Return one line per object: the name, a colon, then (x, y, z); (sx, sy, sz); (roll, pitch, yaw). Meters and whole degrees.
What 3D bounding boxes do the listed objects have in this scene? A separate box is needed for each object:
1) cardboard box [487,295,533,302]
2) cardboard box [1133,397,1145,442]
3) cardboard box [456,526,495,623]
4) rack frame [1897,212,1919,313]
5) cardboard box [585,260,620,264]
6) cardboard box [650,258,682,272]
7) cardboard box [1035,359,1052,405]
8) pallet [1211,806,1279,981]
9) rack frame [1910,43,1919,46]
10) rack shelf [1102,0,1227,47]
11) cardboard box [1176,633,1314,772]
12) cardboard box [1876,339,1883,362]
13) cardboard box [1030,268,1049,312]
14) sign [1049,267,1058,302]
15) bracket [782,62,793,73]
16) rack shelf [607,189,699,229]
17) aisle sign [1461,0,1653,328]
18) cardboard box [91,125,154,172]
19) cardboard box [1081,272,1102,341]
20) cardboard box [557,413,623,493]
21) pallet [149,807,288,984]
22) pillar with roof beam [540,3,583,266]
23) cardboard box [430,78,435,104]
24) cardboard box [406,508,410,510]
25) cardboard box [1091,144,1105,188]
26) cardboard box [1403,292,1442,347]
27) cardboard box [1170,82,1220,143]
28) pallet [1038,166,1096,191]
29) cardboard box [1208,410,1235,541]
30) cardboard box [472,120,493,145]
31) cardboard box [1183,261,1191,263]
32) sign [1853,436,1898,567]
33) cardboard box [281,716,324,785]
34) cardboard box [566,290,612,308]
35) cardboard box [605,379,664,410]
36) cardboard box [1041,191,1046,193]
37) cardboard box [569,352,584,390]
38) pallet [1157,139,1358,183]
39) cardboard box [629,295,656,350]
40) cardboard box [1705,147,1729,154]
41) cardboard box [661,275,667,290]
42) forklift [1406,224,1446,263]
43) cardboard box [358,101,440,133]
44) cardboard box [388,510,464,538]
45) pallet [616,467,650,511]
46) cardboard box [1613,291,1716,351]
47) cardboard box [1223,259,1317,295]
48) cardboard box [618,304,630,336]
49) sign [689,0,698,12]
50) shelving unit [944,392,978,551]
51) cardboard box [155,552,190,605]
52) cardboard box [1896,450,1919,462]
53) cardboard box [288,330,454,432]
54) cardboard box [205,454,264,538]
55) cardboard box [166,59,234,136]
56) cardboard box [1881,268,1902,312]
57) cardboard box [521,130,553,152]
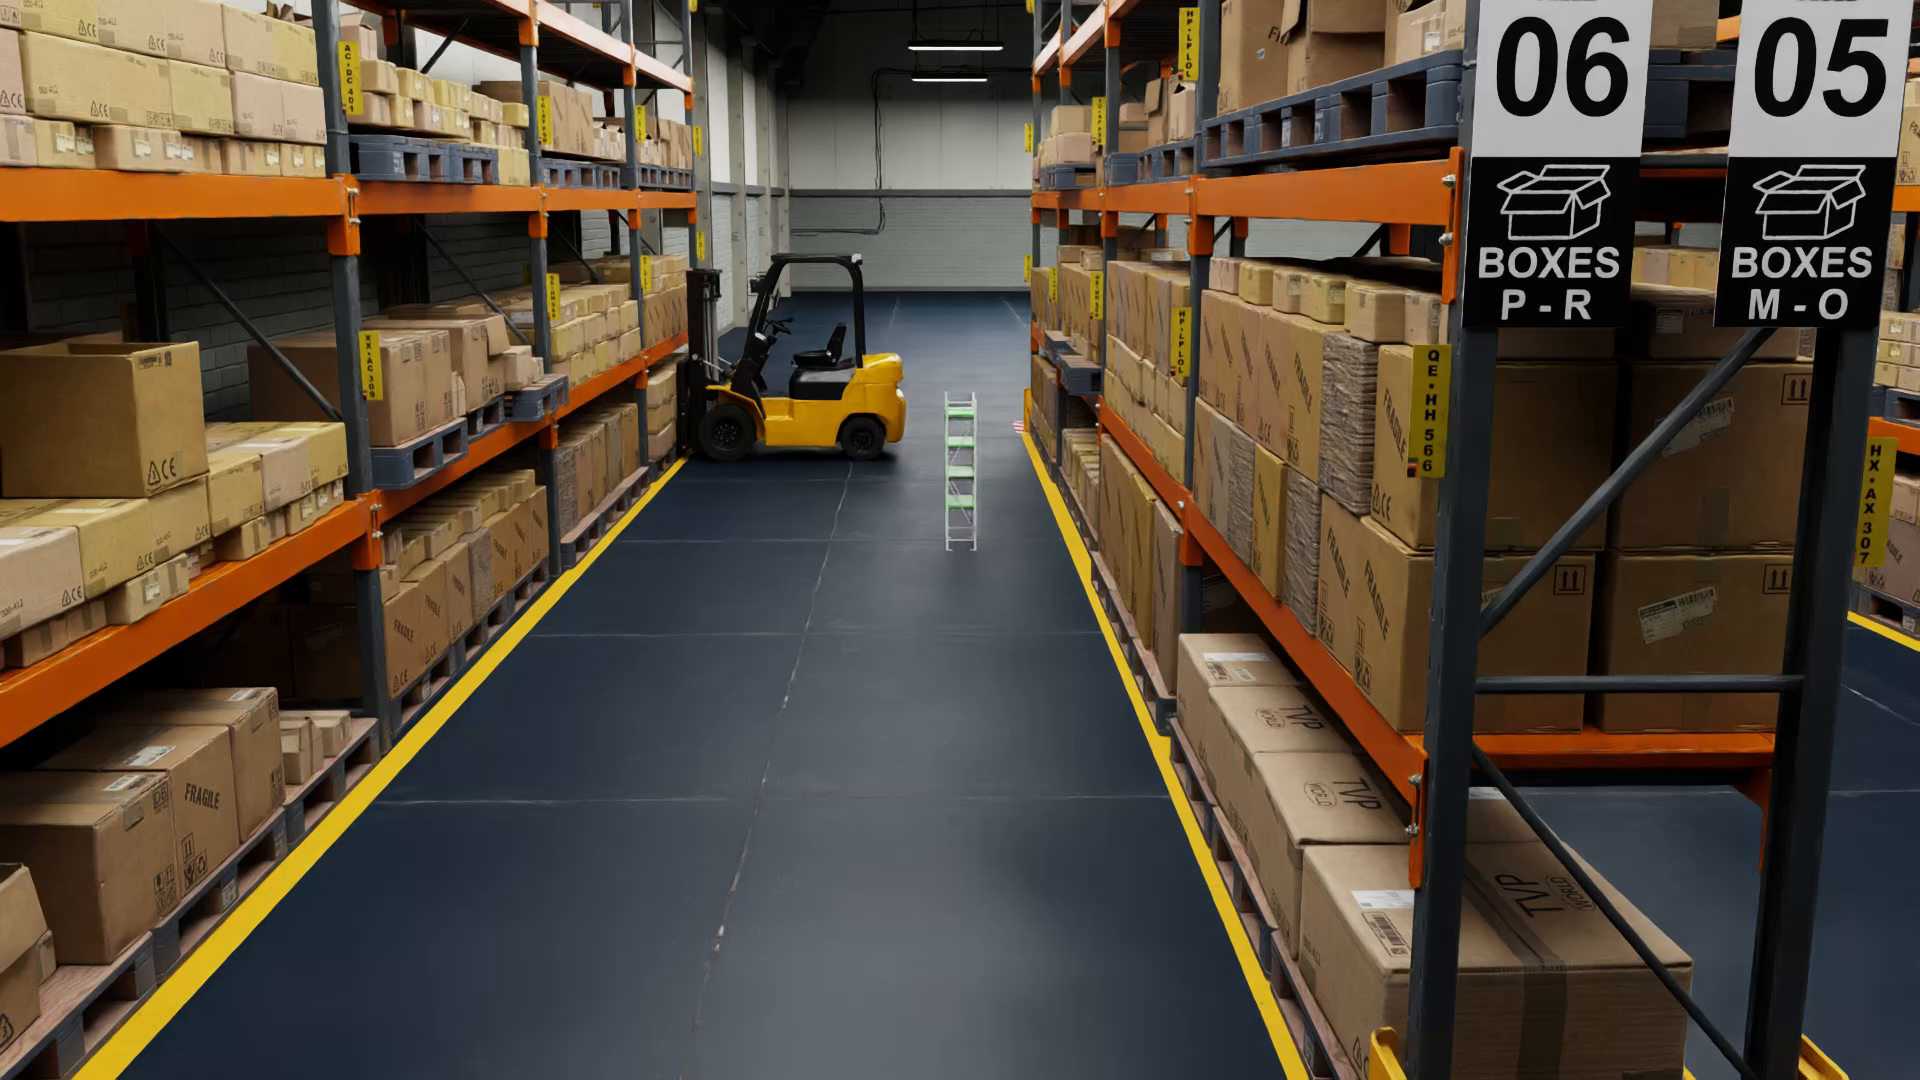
cardboard box: (-3.699, -1.934, 13.665); (0.380, 0.149, 0.250); (0, 11, 0)
cardboard box: (1.329, -0.743, 10.055); (0.500, 0.250, 0.500); (0, 11, -1)
cardboard box: (-3.173, 0.211, 10.206); (0.500, 0.500, 0.500); (-1, 11, -3)
rack frame: (6.470, -1.260, 12.224); (1.000, 3.000, 0.127); (0, 11, -1)
cardboard box: (-3.799, -2.873, 17.547); (0.380, 0.149, 0.250); (0, 11, 0)
cardboard box: (-3.271, -3.029, 18.313); (0.380, 0.149, 0.250); (0, 11, 0)
cardboard box: (1.115, -1.765, 18.689); (0.500, 0.500, 0.500); (-1, 11, -3)
pallet: (1.572, 1.337, 6.438); (1.003, 0.211, 1.213); (0, 11, -1)
rack frame: (11.266, -5.790, 19.468); (1.000, 3.000, 0.127); (0, 11, -1)
rack shelf: (1.565, -3.213, 9.580); (1.077, 0.370, 4.000); (0, 11, -1)
cardboard box: (1.512, 0.751, 7.701); (0.875, 0.438, 0.875); (0, 11, -2)
cardboard box: (6.296, -1.284, 11.173); (0.380, 0.149, 0.250); (-1, 11, -3)
cardboard box: (1.091, -2.909, 19.354); (0.500, 0.500, 0.500); (0, 11, -2)
sign: (0.898, -2.435, 15.840); (0.100, 0.325, 0.005); (0, 11, -1)
bracket: (-4.694, -12.721, 44.575); (0.076, 0.066, 4.783); (0, 11, -1)
rack shelf: (-3.563, -3.508, 17.573); (1.077, 0.370, 4.000); (0, 11, -1)
aisle sign: (1.380, -0.888, 3.851); (0.394, 0.787, 0.004); (0, 11, -1)
cardboard box: (-2.982, -1.324, 5.630); (0.380, 0.149, 0.250); (0, 11, -1)
cardboard box: (1.215, -1.812, 12.890); (0.500, 0.500, 0.500); (0, 11, -2)
cardboard box: (-3.491, -0.777, 14.763); (0.875, 0.625, 0.625); (0, 11, -2)
pallet: (-3.315, 1.343, 6.407); (1.003, 0.211, 1.213); (0, 11, -1)
pillar with roof beam: (-0.187, -5.604, 18.550); (9.100, 9.000, 0.400); (0, 11, -1)
cardboard box: (-3.059, -2.417, 8.959); (0.380, 0.149, 0.250); (0, 11, 0)
cardboard box: (-3.709, -0.184, 10.520); (0.380, 0.149, 0.250); (0, 11, -2)
cardboard box: (1.463, -3.043, 13.210); (0.797, 0.503, 0.637); (0, 11, -1)
cardboard box: (1.452, -0.607, 4.608); (0.380, 0.149, 0.250); (0, 11, 0)
cardboard box: (1.378, -2.231, 8.634); (0.500, 0.311, 0.500); (0, 11, -1)
pallet: (1.347, -3.269, 15.058); (1.213, 0.211, 1.003); (0, 11, -1)
cardboard box: (1.360, -0.279, 7.137); (0.500, 0.500, 0.500); (0, 11, -1)
cardboard box: (-3.177, -2.567, 10.500); (0.380, 0.149, 0.250); (0, 11, -1)
cardboard box: (1.796, -1.657, 11.414); (0.500, 0.500, 0.500); (-1, 11, -3)
sign: (2.244, -0.093, 4.098); (0.100, 0.325, 0.005); (0, 11, -1)
cardboard box: (-3.044, 0.912, 7.342); (0.396, 0.266, 0.258); (0, 11, 1)
cardboard box: (-3.236, -2.089, 14.429); (0.380, 0.149, 0.250); (-1, 11, -3)
cardboard box: (-3.218, -1.439, 16.453); (0.500, 0.250, 0.500); (0, 11, -2)
cardboard box: (1.071, -3.832, 17.993); (0.380, 0.149, 0.250); (0, 11, -1)
cardboard box: (-3.209, -1.314, 12.868); (0.500, 0.250, 0.500); (0, 11, -2)
pallet: (1.538, -1.982, 8.724); (0.805, 0.209, 1.217); (-1, 11, -3)
cardboard box: (-3.270, -2.132, 16.270); (0.500, 0.500, 0.500); (-1, 11, -3)
cardboard box: (6.149, -3.147, 12.901); (0.500, 0.311, 0.500); (0, 11, -1)
cardboard box: (-3.263, -2.679, 17.338); (0.380, 0.149, 0.250); (-1, 11, -3)
forklift: (4.006, -1.249, 12.344); (3.031, 2.935, 1.130); (3, 12, 13)
cardboard box: (-2.959, -2.218, 8.727); (0.380, 0.149, 0.250); (0, 11, 0)
cardboard box: (-3.222, -0.087, 10.043); (0.380, 0.149, 0.250); (0, 11, -1)
pallet: (-3.468, -0.480, 15.396); (1.003, 0.211, 1.213); (0, 11, -1)
cardboard box: (1.882, -0.609, 4.621); (0.380, 0.149, 0.250); (0, 11, 0)
cardboard box: (1.375, -1.166, 7.366); (0.380, 0.149, 0.250); (0, 11, 0)
cardboard box: (-3.238, -1.966, 14.825); (0.500, 0.250, 0.500); (-1, 11, -3)
sign: (-3.062, -6.225, 19.059); (0.100, 0.325, 0.005); (0, 11, -1)
shelving unit: (0.003, -0.555, 13.278); (0.258, 1.200, 0.503); (0, 11, -1)
cardboard box: (-3.009, 0.140, 5.956); (0.380, 0.149, 0.250); (0, 11, 0)
cardboard box: (6.747, -0.473, 11.692); (0.500, 0.250, 0.500); (-1, 11, -2)
cardboard box: (-3.153, -0.858, 8.936); (0.700, 0.500, 0.500); (0, 11, -1)
cardboard box: (-3.080, -0.176, 6.513); (0.500, 0.250, 0.500); (0, 11, -2)
cardboard box: (-3.076, -1.645, 6.210); (0.500, 0.250, 0.500); (0, 11, 0)
cardboard box: (11.250, -2.936, 19.485); (0.875, 0.500, 0.500); (0, 11, -1)
cardboard box: (-3.143, -2.879, 11.942); (0.380, 0.166, 0.250); (0, 11, -1)
